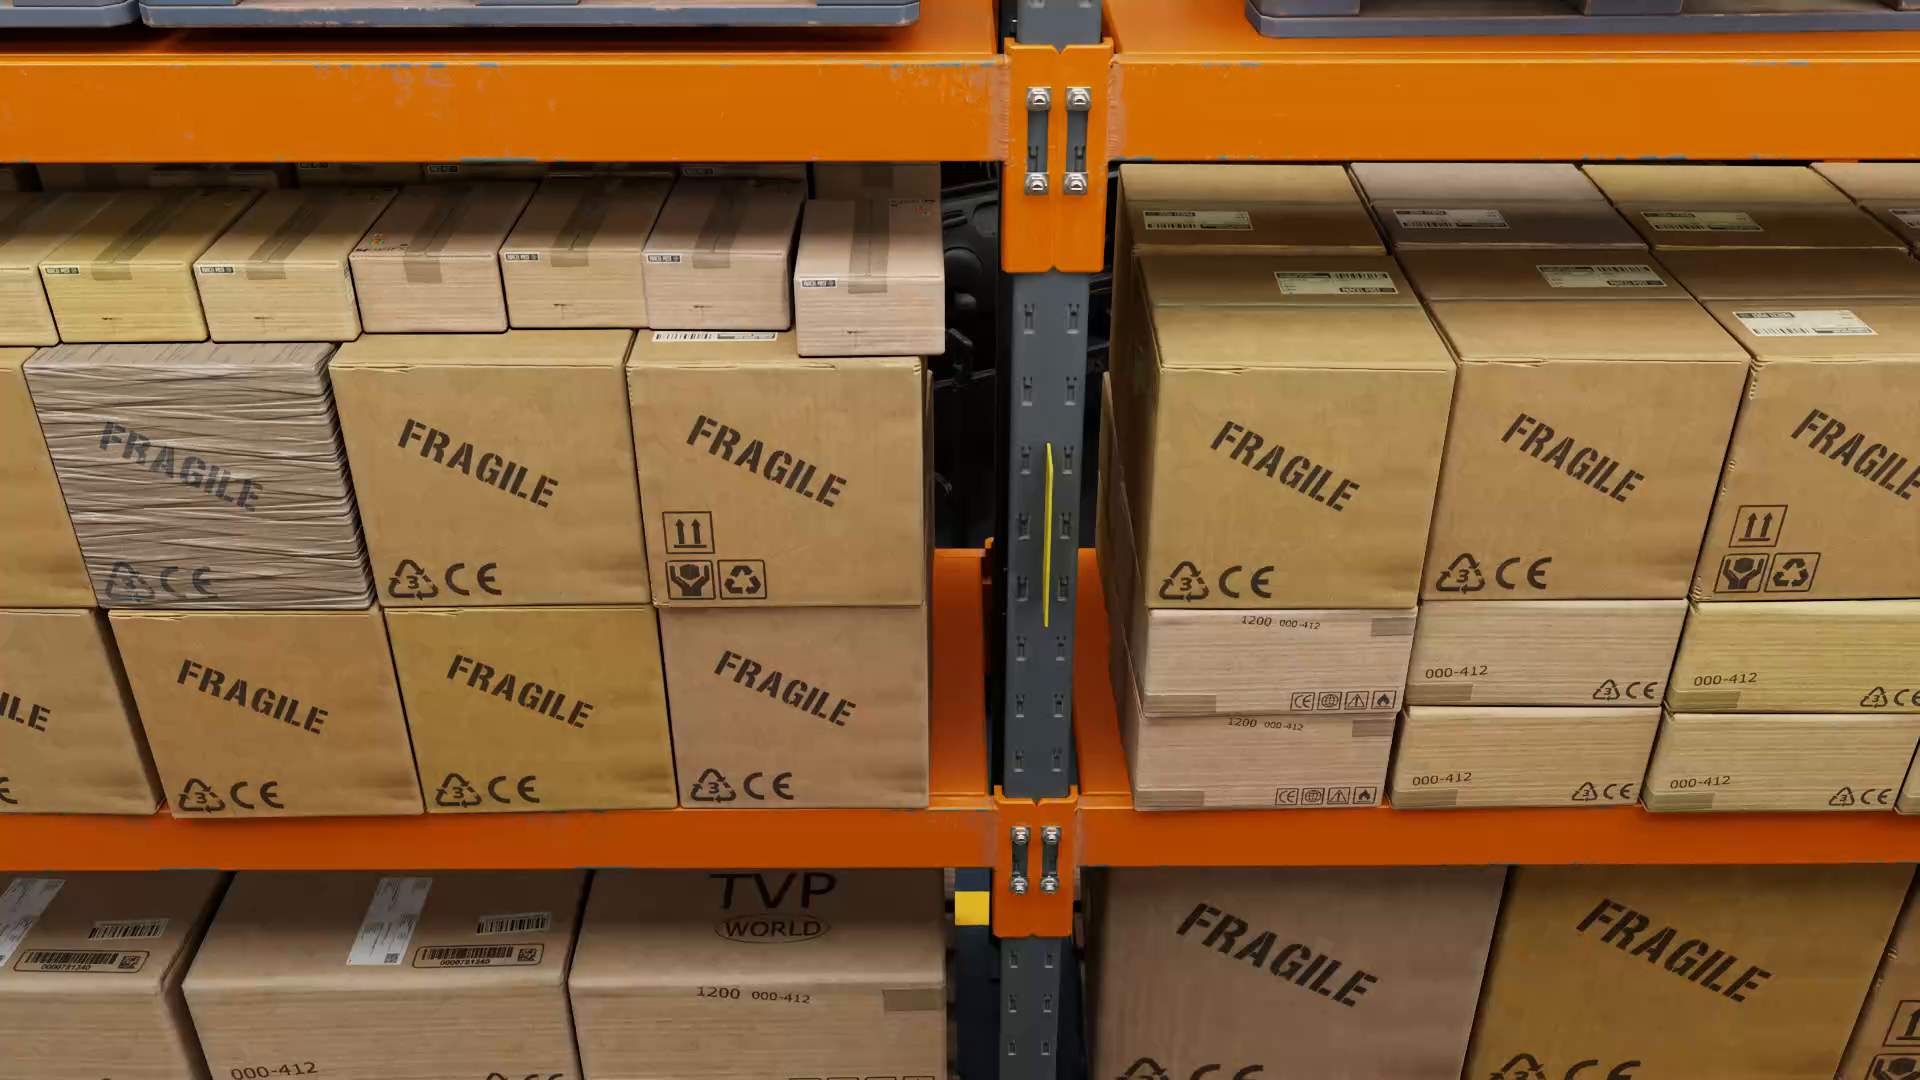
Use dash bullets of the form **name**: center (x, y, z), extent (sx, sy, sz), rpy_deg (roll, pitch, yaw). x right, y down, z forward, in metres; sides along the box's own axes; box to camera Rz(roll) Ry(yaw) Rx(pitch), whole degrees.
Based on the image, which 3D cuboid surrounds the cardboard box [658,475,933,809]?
- **cardboard box**: center (-0.312, 0.201, 3.430), extent (0.500, 0.500, 0.500), rpy_deg (0, 31, 0)

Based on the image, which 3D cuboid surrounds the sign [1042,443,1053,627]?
- **sign**: center (0.155, -0.006, 2.957), extent (0.005, 0.325, 0.100), rpy_deg (0, 31, 0)

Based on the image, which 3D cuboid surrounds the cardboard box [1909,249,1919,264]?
- **cardboard box**: center (2.119, -0.234, 3.183), extent (0.500, 0.500, 0.500), rpy_deg (-1, 31, -1)

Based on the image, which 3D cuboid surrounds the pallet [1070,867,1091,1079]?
- **pallet**: center (0.922, 1.261, 4.469), extent (1.213, 0.211, 1.003), rpy_deg (0, 31, 0)

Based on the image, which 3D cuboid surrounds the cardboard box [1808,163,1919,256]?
- **cardboard box**: center (2.138, -0.498, 3.619), extent (0.500, 0.500, 0.500), rpy_deg (0, 31, 1)

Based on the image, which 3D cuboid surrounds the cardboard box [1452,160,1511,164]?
- **cardboard box**: center (2.574, -1.759, 8.138), extent (0.250, 0.149, 0.380), rpy_deg (-1, 31, -1)

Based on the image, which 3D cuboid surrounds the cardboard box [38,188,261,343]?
- **cardboard box**: center (-1.434, -0.500, 2.997), extent (0.250, 0.149, 0.380), rpy_deg (-1, 31, -1)

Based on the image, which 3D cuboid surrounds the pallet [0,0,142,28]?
- **pallet**: center (-1.885, -1.135, 2.923), extent (1.213, 0.211, 1.003), rpy_deg (0, 31, 0)

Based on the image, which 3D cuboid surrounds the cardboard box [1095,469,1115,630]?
- **cardboard box**: center (0.598, 0.042, 3.934), extent (0.500, 0.250, 0.500), rpy_deg (-1, 31, -1)

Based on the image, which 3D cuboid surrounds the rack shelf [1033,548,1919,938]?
- **rack shelf**: center (2.150, 0.411, 3.874), extent (4.000, 0.370, 1.077), rpy_deg (0, 31, 0)

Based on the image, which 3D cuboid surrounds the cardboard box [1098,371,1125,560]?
- **cardboard box**: center (0.590, -0.167, 3.796), extent (0.500, 0.250, 0.500), rpy_deg (0, 31, 0)

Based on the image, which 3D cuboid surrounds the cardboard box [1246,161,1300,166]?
- **cardboard box**: center (1.534, -1.753, 8.127), extent (0.250, 0.149, 0.380), rpy_deg (0, 31, 0)

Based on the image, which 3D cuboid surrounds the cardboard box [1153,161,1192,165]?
- **cardboard box**: center (1.010, -1.764, 8.145), extent (0.250, 0.149, 0.380), rpy_deg (-2, 31, -3)

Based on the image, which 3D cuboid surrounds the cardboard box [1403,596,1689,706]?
- **cardboard box**: center (1.113, 0.089, 3.374), extent (0.500, 0.250, 0.500), rpy_deg (0, 31, 0)

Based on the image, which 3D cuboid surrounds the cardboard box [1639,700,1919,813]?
- **cardboard box**: center (1.622, 0.314, 3.485), extent (0.500, 0.250, 0.500), rpy_deg (0, 31, -1)

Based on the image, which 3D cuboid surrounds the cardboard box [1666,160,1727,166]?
- **cardboard box**: center (3.624, -1.732, 8.093), extent (0.250, 0.149, 0.380), rpy_deg (-2, 31, -3)

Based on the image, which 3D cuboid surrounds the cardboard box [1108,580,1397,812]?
- **cardboard box**: center (0.592, 0.310, 3.493), extent (0.500, 0.250, 0.500), rpy_deg (-1, 31, -1)

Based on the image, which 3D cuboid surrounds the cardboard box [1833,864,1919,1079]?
- **cardboard box**: center (2.567, 0.786, 4.206), extent (0.875, 0.875, 0.875), rpy_deg (0, 31, 0)

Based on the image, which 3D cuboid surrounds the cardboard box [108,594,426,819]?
- **cardboard box**: center (-1.329, 0.215, 3.408), extent (0.500, 0.500, 0.500), rpy_deg (-1, 31, -1)

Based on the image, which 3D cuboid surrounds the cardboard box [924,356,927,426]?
- **cardboard box**: center (-0.327, -0.484, 3.596), extent (0.500, 0.500, 0.500), rpy_deg (0, 31, 0)

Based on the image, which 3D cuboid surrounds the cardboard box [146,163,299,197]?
- **cardboard box**: center (-1.444, -0.741, 3.394), extent (0.250, 0.149, 0.380), rpy_deg (0, 31, 0)

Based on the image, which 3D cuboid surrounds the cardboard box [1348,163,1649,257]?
- **cardboard box**: center (1.113, -0.497, 3.618), extent (0.500, 0.500, 0.500), rpy_deg (0, 31, 1)

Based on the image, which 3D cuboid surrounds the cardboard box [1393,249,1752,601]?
- **cardboard box**: center (1.101, -0.228, 3.175), extent (0.500, 0.500, 0.500), rpy_deg (0, 31, -1)

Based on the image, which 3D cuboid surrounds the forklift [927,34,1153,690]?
- **forklift**: center (0.303, -0.970, 5.523), extent (1.130, 2.935, 3.031), rpy_deg (-16, 35, -25)

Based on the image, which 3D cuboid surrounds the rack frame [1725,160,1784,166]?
- **rack frame**: center (4.117, -2.477, 7.941), extent (0.127, 3.000, 1.000), rpy_deg (0, 31, 0)

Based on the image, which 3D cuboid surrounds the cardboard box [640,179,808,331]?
- **cardboard box**: center (-0.420, -0.527, 3.041), extent (0.250, 0.149, 0.380), rpy_deg (1, 31, 1)

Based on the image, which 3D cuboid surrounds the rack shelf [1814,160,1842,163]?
- **rack shelf**: center (2.117, -2.163, 8.118), extent (4.000, 0.370, 1.077), rpy_deg (0, 31, 0)

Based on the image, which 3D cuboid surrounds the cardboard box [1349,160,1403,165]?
- **cardboard box**: center (2.052, -1.769, 8.153), extent (0.250, 0.149, 0.380), rpy_deg (0, 31, 0)

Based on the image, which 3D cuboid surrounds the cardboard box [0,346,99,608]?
- **cardboard box**: center (-1.838, -0.214, 3.151), extent (0.500, 0.500, 0.500), rpy_deg (0, 31, 0)

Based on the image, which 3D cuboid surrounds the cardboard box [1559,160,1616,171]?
- **cardboard box**: center (3.088, -1.738, 8.102), extent (0.250, 0.149, 0.380), rpy_deg (-1, 31, -2)

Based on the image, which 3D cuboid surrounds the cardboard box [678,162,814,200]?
- **cardboard box**: center (-0.423, -0.762, 3.429), extent (0.250, 0.149, 0.380), rpy_deg (0, 31, 0)

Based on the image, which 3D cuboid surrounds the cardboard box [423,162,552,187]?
- **cardboard box**: center (-0.927, -0.770, 3.442), extent (0.250, 0.149, 0.380), rpy_deg (0, 31, -1)

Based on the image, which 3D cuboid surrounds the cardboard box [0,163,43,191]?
- **cardboard box**: center (-1.954, -0.754, 3.415), extent (0.250, 0.149, 0.380), rpy_deg (1, 31, 1)

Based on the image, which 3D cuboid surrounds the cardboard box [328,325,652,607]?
- **cardboard box**: center (-0.827, -0.218, 3.158), extent (0.500, 0.500, 0.500), rpy_deg (-1, 31, -1)

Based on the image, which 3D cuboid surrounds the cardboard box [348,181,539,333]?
- **cardboard box**: center (-0.922, -0.521, 3.032), extent (0.250, 0.149, 0.380), rpy_deg (0, 31, -1)

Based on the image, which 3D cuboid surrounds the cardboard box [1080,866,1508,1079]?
- **cardboard box**: center (0.770, 0.795, 4.191), extent (0.875, 0.875, 0.875), rpy_deg (1, 31, 1)

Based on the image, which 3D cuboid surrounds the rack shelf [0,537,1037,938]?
- **rack shelf**: center (-1.849, 0.424, 3.853), extent (4.000, 0.370, 1.077), rpy_deg (0, 31, 0)

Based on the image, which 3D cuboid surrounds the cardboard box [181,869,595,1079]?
- **cardboard box**: center (-1.373, 0.975, 4.316), extent (0.875, 0.438, 0.875), rpy_deg (-1, 31, -2)
